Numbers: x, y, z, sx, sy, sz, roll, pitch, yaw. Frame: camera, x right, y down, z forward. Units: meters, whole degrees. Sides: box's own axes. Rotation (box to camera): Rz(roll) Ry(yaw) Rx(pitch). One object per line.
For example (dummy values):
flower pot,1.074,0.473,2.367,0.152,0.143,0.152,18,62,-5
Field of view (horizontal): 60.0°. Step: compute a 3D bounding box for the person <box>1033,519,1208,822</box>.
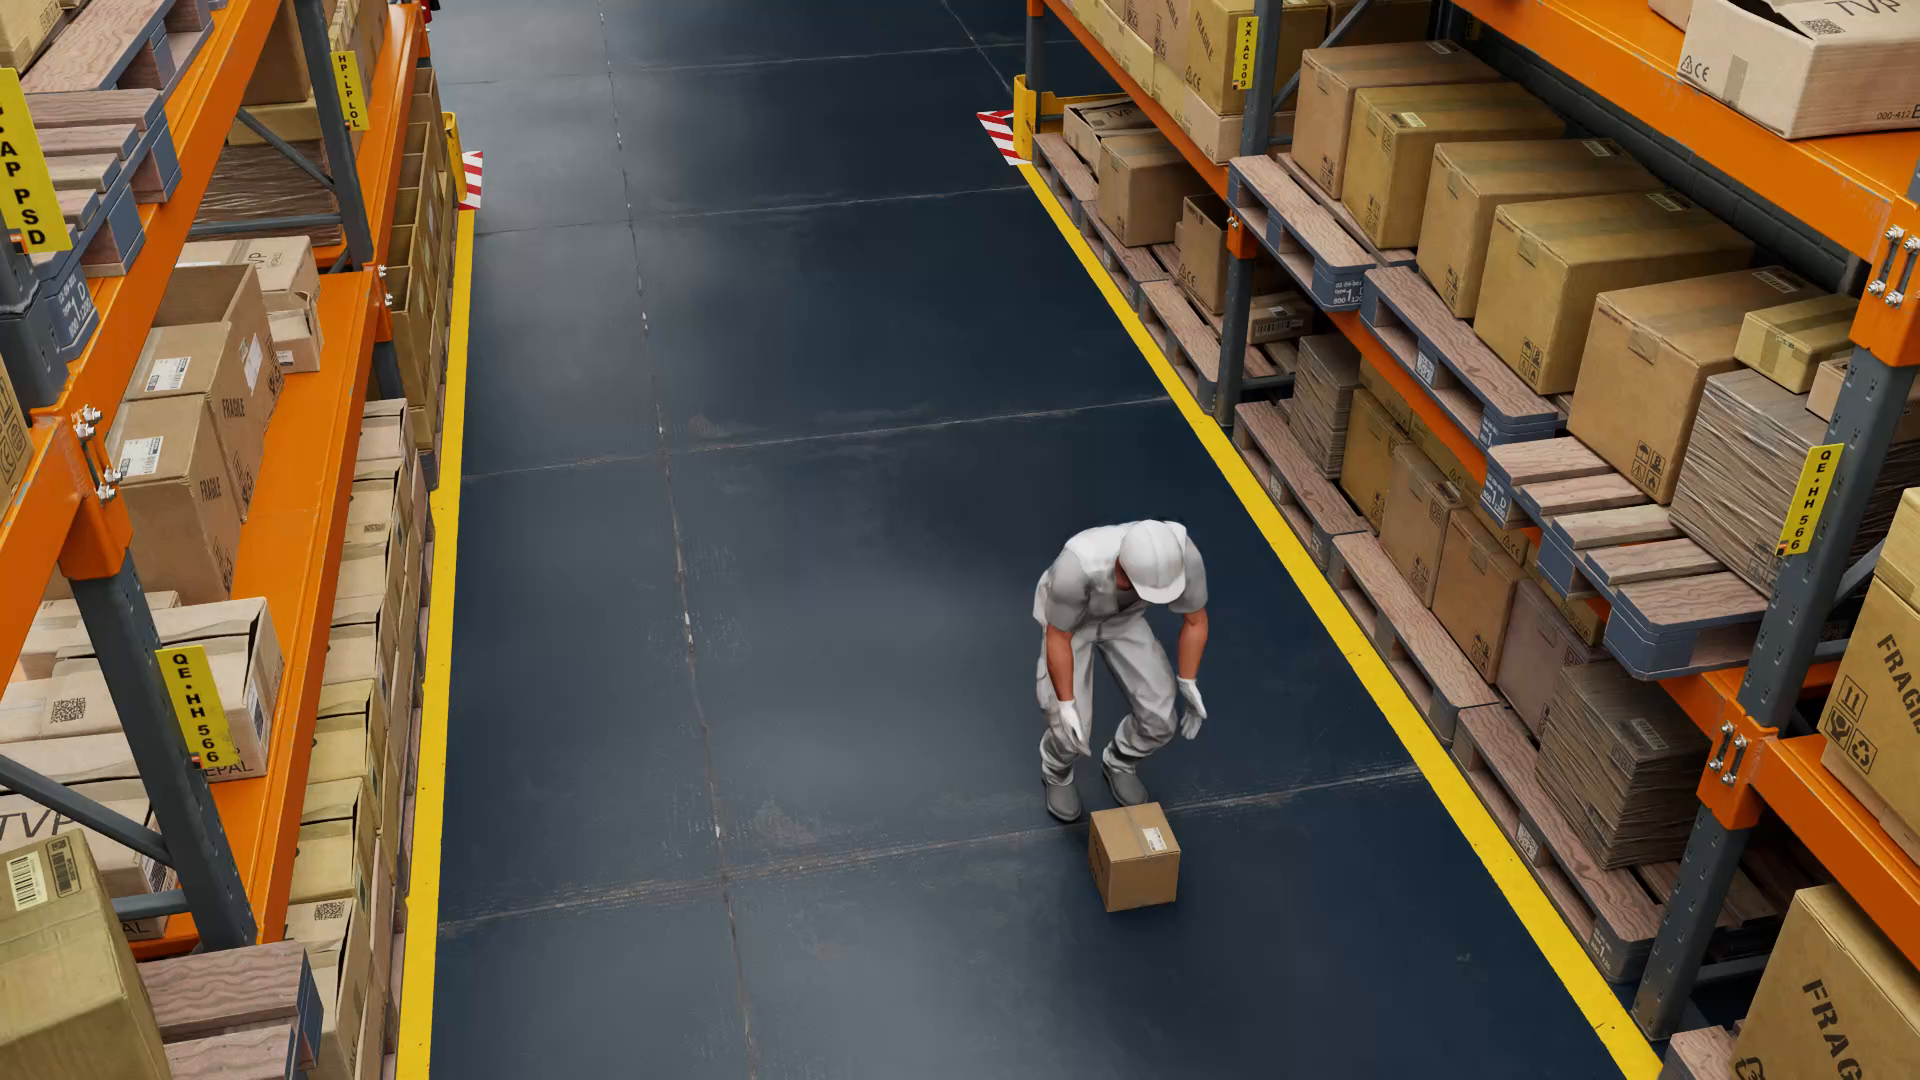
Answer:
person,0.558,0.404,5.862,0.584,1.409,0.766,-7,35,-10
